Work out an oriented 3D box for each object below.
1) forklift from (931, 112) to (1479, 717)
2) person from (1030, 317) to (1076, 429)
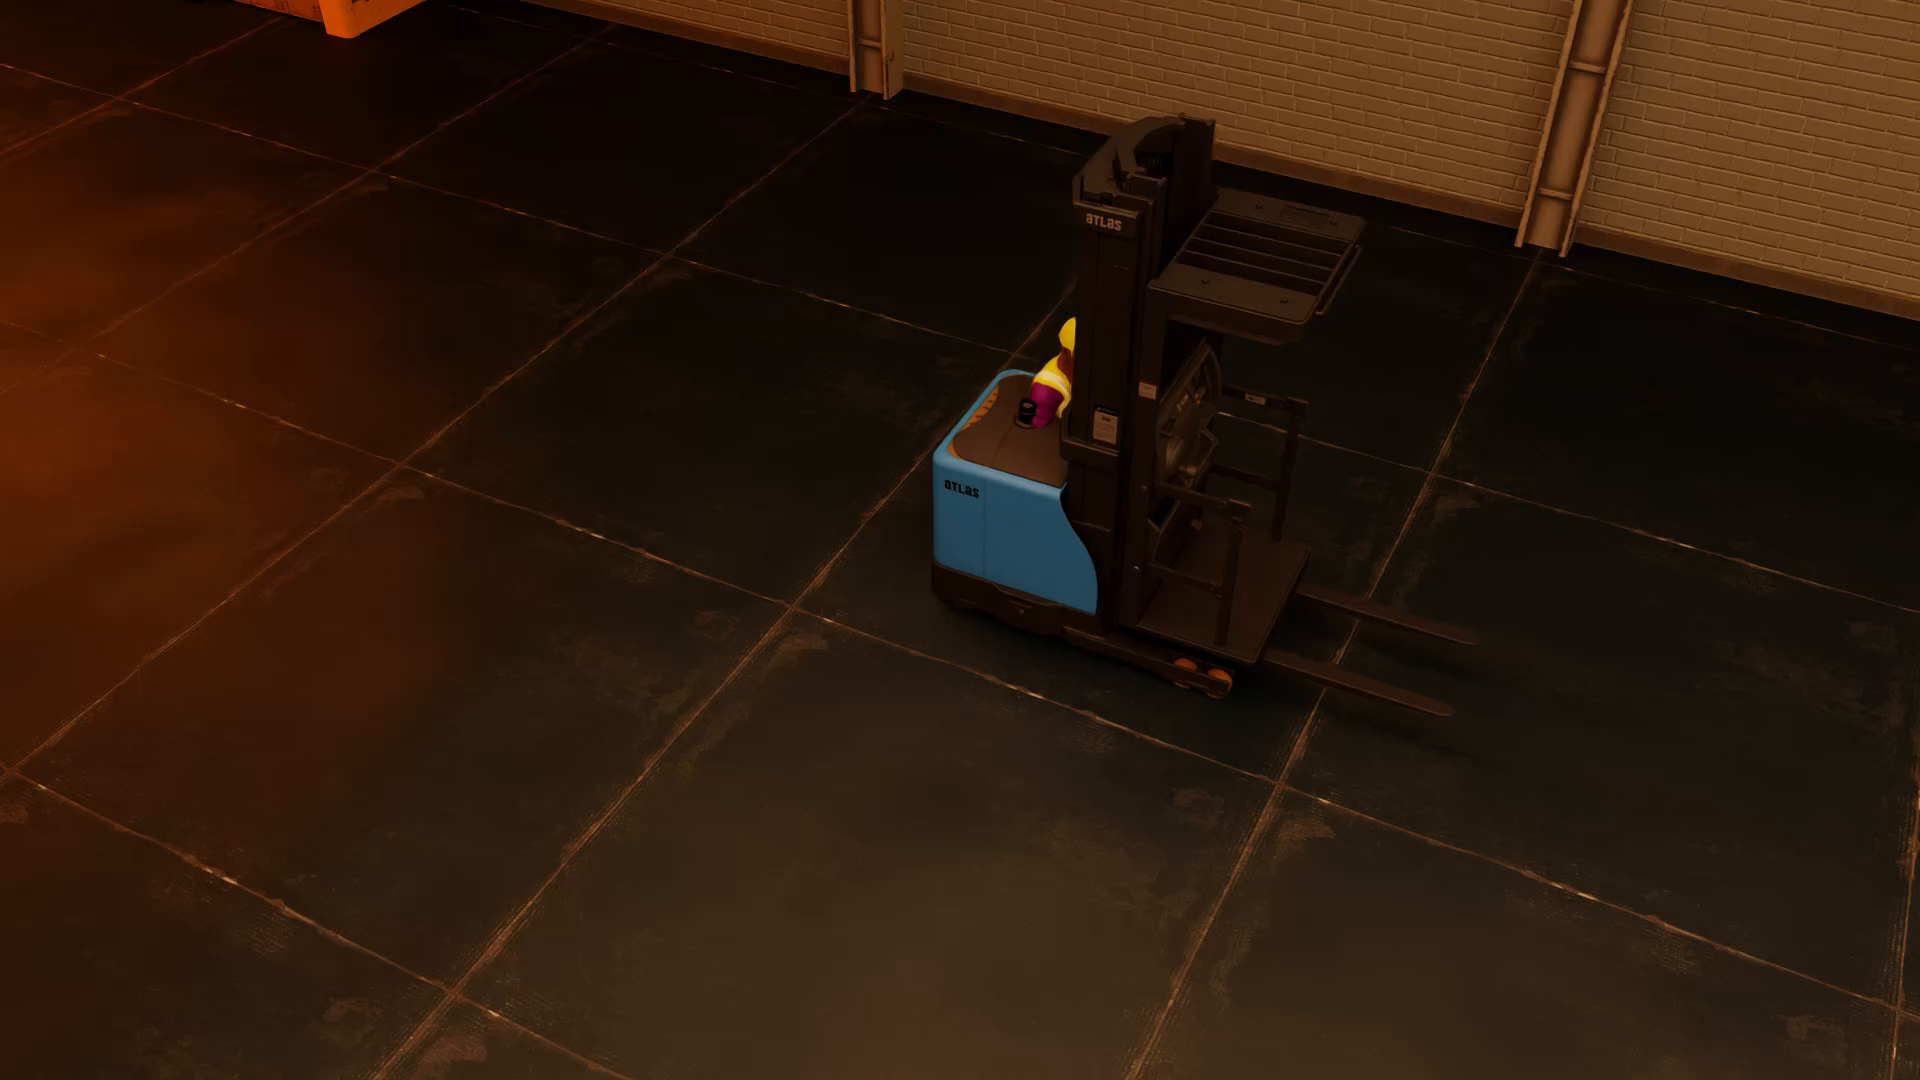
[{"bbox_3d":[1.388,-0.635,8.741,3.031,2.935,1.130,17,43,20],"label":"forklift"},{"bbox_3d":[0.735,-0.478,9.492,0.787,1.638,0.717,-17,43,-19],"label":"person"}]
